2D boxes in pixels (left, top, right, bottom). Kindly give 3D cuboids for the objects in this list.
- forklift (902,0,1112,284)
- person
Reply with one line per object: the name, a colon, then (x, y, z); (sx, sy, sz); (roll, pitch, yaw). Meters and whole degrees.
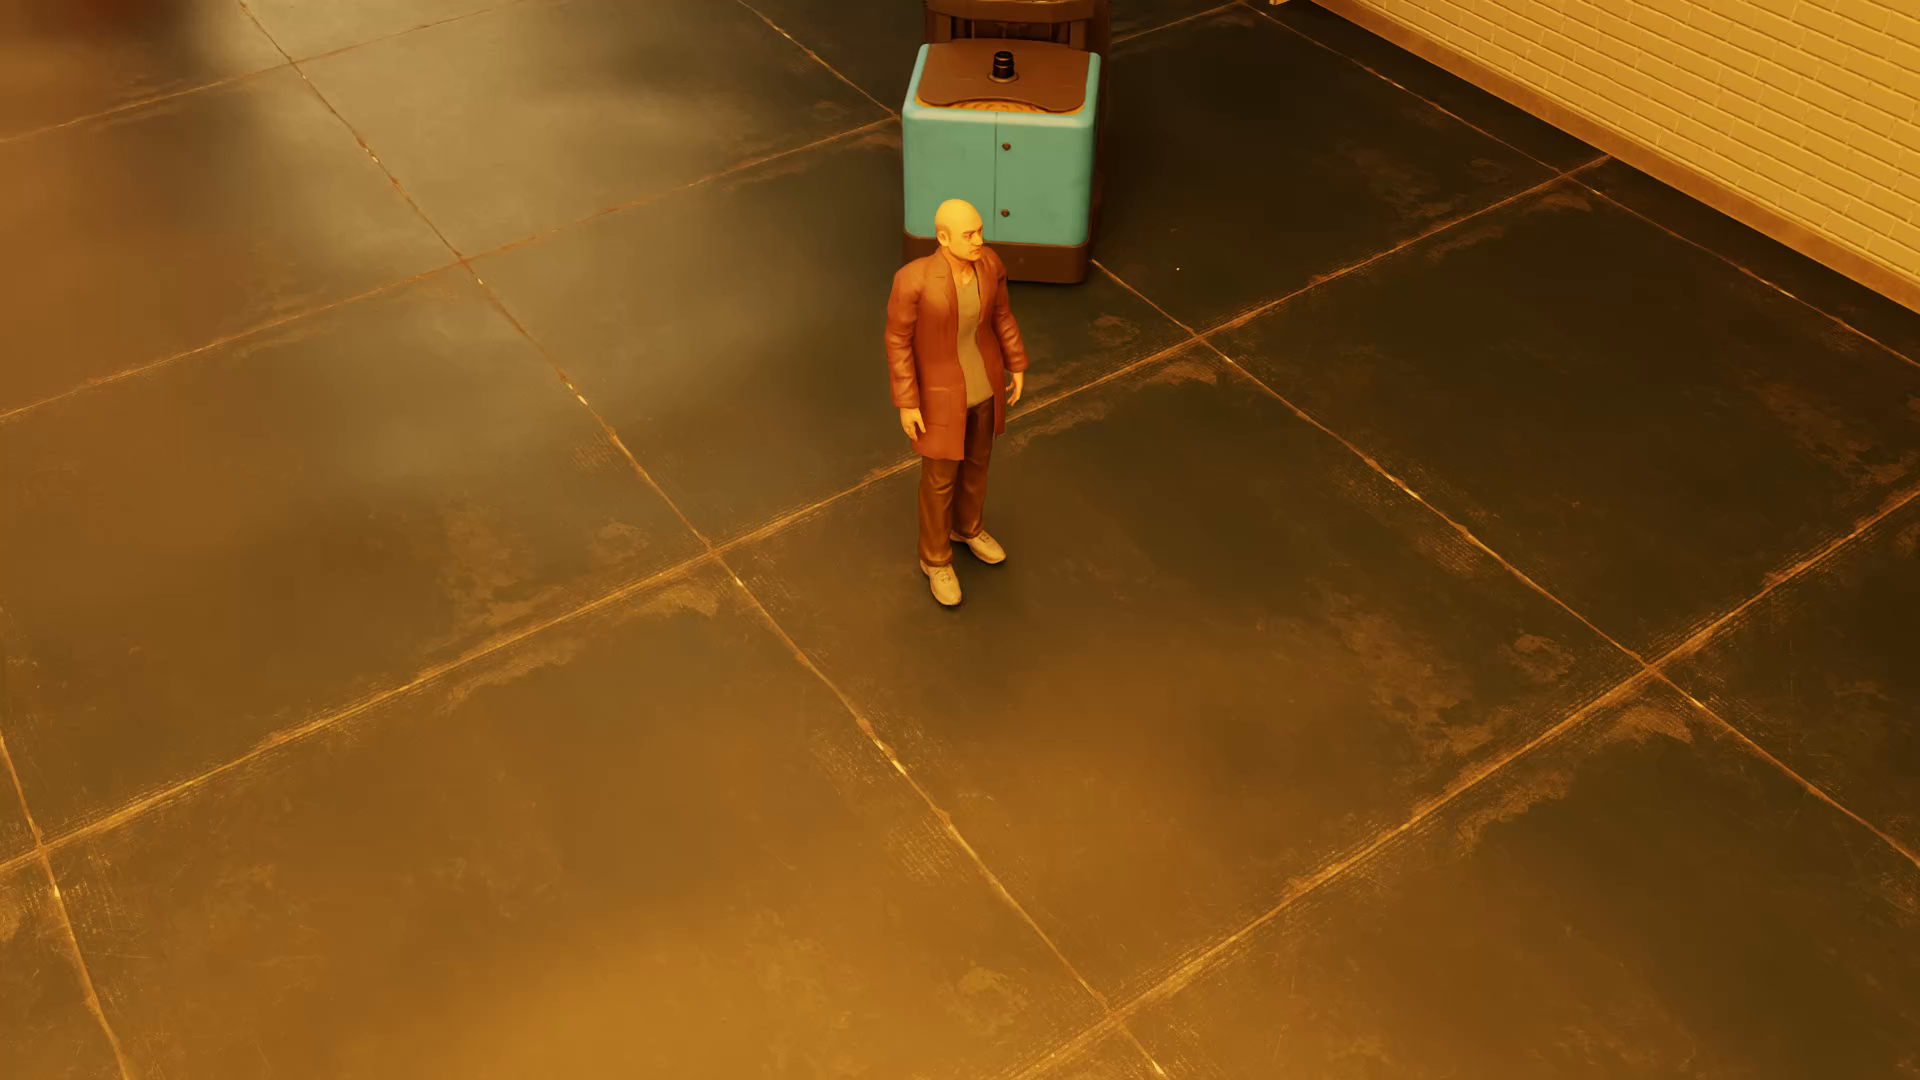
forklift: (0.358, -3.514, 9.529); (1.130, 2.935, 3.031); (4, 43, 5)
person: (0.049, -0.607, 7.213); (0.698, 1.778, 0.579); (-25, 48, -25)
